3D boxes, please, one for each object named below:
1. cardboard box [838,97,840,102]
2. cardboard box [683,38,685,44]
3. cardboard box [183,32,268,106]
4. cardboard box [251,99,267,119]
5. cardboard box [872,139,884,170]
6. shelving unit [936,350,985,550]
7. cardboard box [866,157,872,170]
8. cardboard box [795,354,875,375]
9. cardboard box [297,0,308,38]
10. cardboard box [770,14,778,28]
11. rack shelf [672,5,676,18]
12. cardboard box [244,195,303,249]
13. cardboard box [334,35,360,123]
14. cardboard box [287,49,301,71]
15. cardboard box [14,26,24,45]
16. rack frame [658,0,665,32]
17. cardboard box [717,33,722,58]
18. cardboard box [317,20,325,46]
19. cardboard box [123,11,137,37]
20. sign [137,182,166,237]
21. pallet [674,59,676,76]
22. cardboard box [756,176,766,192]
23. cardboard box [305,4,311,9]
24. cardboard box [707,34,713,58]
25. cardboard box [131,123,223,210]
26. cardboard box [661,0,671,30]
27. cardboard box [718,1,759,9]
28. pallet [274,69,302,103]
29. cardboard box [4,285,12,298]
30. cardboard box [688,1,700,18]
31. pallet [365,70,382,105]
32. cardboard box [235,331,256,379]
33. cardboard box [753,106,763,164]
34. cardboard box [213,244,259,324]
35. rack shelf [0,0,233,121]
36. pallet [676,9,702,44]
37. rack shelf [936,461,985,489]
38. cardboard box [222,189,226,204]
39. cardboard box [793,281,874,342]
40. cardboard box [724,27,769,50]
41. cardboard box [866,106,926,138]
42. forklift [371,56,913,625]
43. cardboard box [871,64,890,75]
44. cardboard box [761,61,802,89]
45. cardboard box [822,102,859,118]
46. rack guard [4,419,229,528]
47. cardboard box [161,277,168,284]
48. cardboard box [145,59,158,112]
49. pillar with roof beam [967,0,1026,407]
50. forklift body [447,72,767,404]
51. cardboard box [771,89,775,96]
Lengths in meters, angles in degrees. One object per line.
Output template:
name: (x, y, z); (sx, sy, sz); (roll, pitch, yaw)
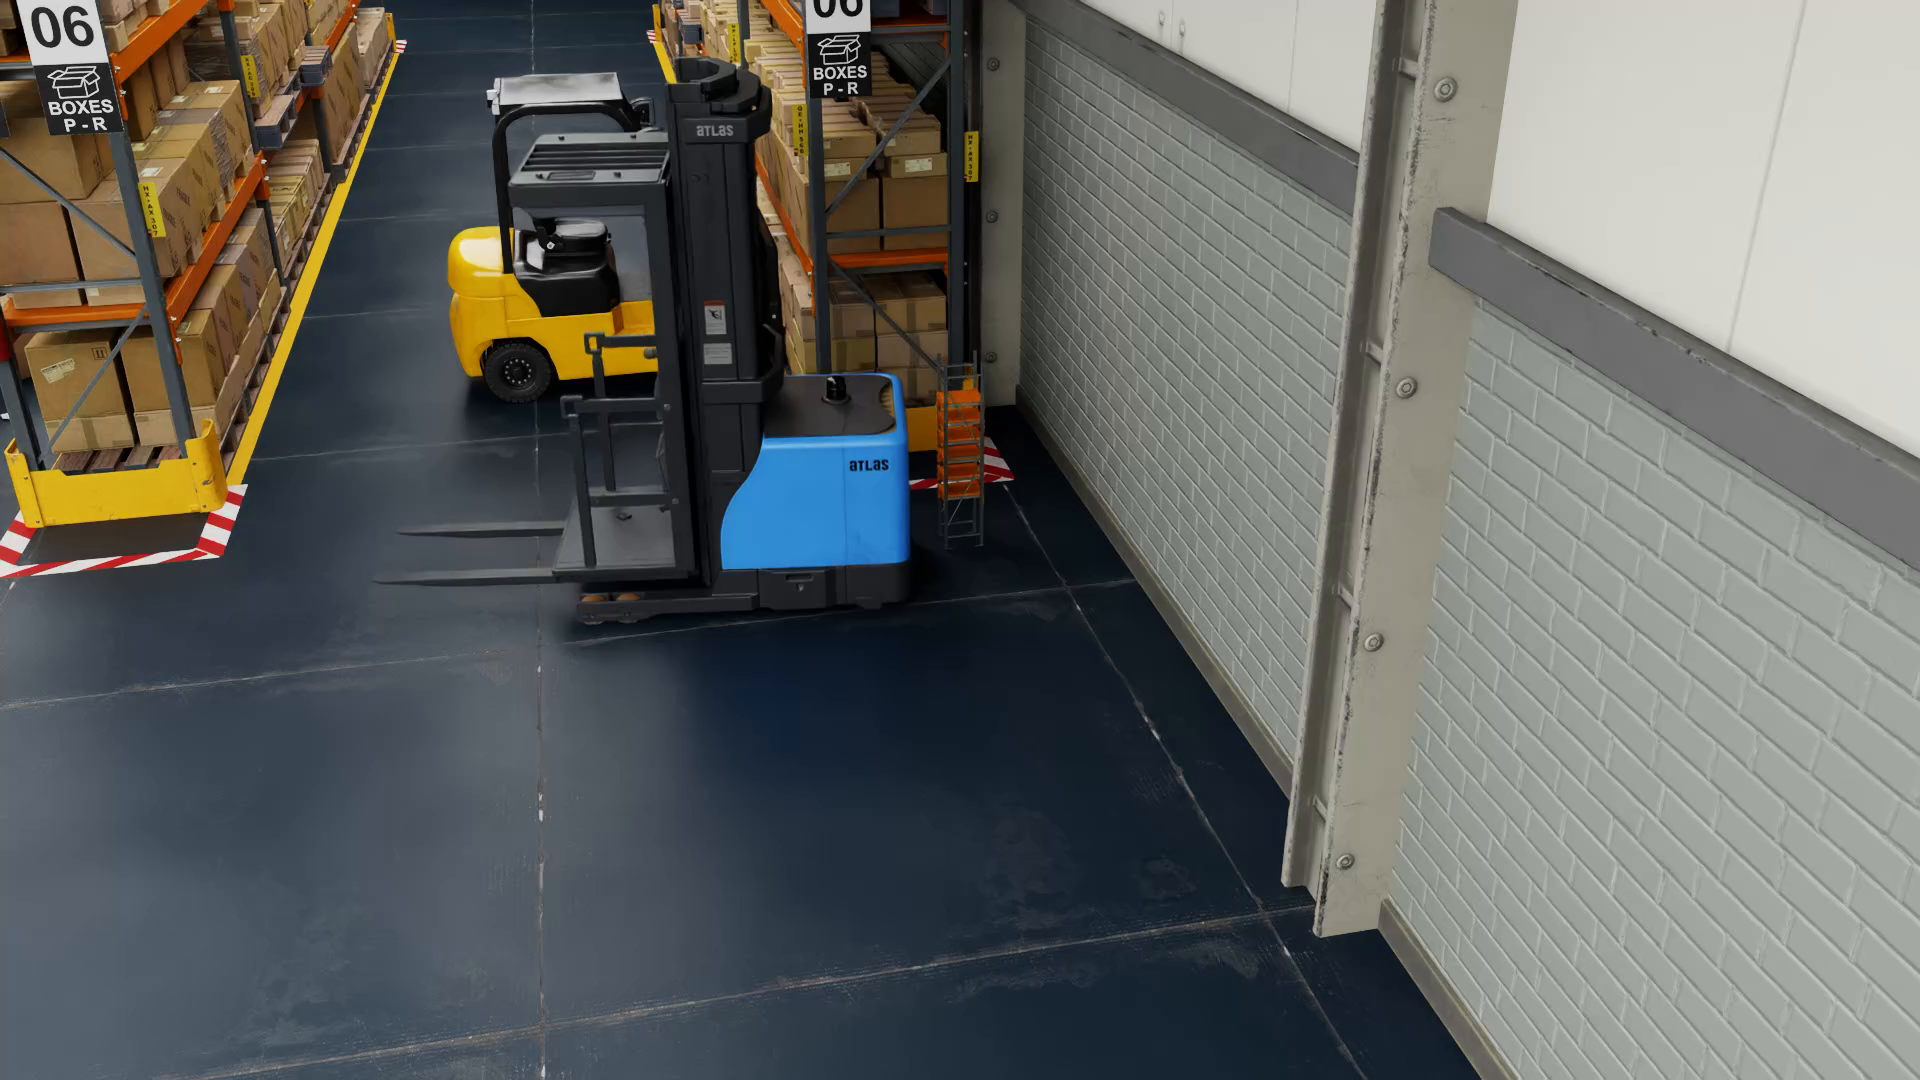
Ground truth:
cardboard box: (-0.756, -3.424, 12.874); (0.380, 0.149, 0.250); (-6, 27, -12)
cardboard box: (-3.355, -6.460, 21.308); (0.380, 0.149, 0.250); (-5, 27, -9)
cardboard box: (-6.035, -3.865, 13.672); (0.500, 0.500, 0.500); (-5, 27, -10)
cardboard box: (-6.026, -3.616, 13.897); (0.380, 0.149, 0.250); (-6, 27, -11)
cardboard box: (-0.414, -2.627, 11.294); (0.380, 0.149, 0.250); (-6, 27, -12)
shelving unit: (0.003, -0.529, 9.967); (0.258, 1.200, 0.189); (-6, 27, -12)
cardboard box: (-0.453, -2.532, 11.826); (0.500, 0.500, 0.500); (-5, 27, -10)
cardboard box: (-0.886, -1.149, 11.784); (0.500, 0.250, 0.500); (-6, 27, -11)
cardboard box: (-6.737, -5.215, 16.346); (0.500, 0.500, 0.500); (-7, 28, -13)
cardboard box: (-1.640, -5.067, 16.129); (0.380, 0.149, 0.250); (-5, 27, -10)
rack shelf: (-3.628, -7.840, 23.252); (1.077, 0.370, 4.000); (-6, 27, -12)
cardboard box: (-6.495, -2.825, 14.969); (0.950, 0.372, 0.625); (-4, 27, -8)
cardboard box: (-7.583, -5.357, 19.426); (0.875, 0.875, 0.875); (-5, 27, -10)
cardboard box: (-6.452, -4.530, 15.708); (0.380, 0.149, 0.250); (-5, 27, -11)
cardboard box: (-5.749, -2.971, 9.756); (0.380, 0.149, 0.250); (-6, 27, -11)
rack frame: (-4.078, -9.039, 24.830); (1.000, 3.000, 0.127); (-6, 27, -12)
cardboard box: (-2.062, -4.791, 16.024); (0.500, 0.250, 0.500); (-6, 27, -11)
cardboard box: (-7.109, -5.419, 17.823); (0.500, 0.250, 0.500); (-7, 28, -13)
cardboard box: (-5.239, -3.141, 10.094); (0.380, 0.149, 0.250); (-5, 27, -10)
sign: (-4.779, -1.951, 9.826); (0.100, 0.325, 0.005); (-6, 27, -12)
pallet: (-3.331, -6.340, 22.577); (1.003, 0.211, 1.213); (-6, 27, -12)
cardboard box: (-1.571, -2.933, 14.208); (0.500, 0.250, 0.500); (-6, 27, -12)
cardboard box: (-6.984, -5.754, 17.100); (0.500, 0.500, 0.500); (-7, 28, -13)
cardboard box: (-2.305, -5.019, 17.032); (0.500, 0.250, 0.500); (-7, 28, -13)
cardboard box: (-5.503, -2.596, 11.623); (0.500, 0.500, 0.500); (-7, 28, -13)
cardboard box: (-4.033, -7.834, 24.747); (0.797, 0.503, 0.637); (-7, 28, -14)
cardboard box: (-2.189, -5.244, 16.479); (0.380, 0.149, 0.250); (-6, 27, -11)
pallet: (-6.625, -4.071, 15.200); (1.003, 0.211, 1.213); (-6, 27, -12)
cardboard box: (-5.766, -1.640, 10.449); (0.380, 0.149, 0.250); (-6, 27, -12)
cardboard box: (-2.797, -5.852, 18.328); (0.380, 0.149, 0.250); (-5, 27, -11)
pallet: (-8.107, -5.874, 21.654); (1.003, 0.211, 1.213); (-6, 27, -12)
cardboard box: (-5.463, -1.315, 12.111); (0.500, 0.250, 0.500); (-4, 27, -8)
cardboard box: (-1.395, -3.368, 13.482); (0.500, 0.500, 0.500); (-5, 27, -11)
cardboard box: (-5.582, -1.881, 12.401); (0.500, 0.500, 0.500); (-5, 27, -9)
rack shelf: (-5.758, -3.405, 11.138); (1.077, 0.370, 4.000); (-6, 27, -12)
pallet: (-2.497, -5.732, 18.490); (1.213, 0.211, 1.003); (-6, 27, -12)
rack shelf: (0.003, -0.382, 10.041); (0.258, 0.103, 0.180); (-6, 27, -12)
cardboard box: (-5.579, -2.482, 12.118); (0.380, 0.149, 0.250); (-6, 27, -13)
cardboard box: (-0.880, -1.592, 11.551); (0.500, 0.250, 0.500); (-5, 27, -10)
cardboard box: (-1.936, -4.559, 15.123); (0.380, 0.149, 0.250); (-7, 28, -13)
cardboard box: (-0.440, -2.884, 11.474); (0.380, 0.149, 0.250); (-5, 27, -11)
forklift: (-1.810, -1.080, 9.136); (3.031, 2.935, 1.130); (-2, 27, -4)
cardboard box: (-0.751, -3.563, 12.820); (0.380, 0.149, 0.250); (-6, 27, -12)
cardboard box: (-1.335, -3.617, 12.926); (0.380, 0.149, 0.250); (-6, 27, -12)
cardboard box: (-0.914, -2.952, 11.609); (0.380, 0.149, 0.250); (-6, 27, -11)
rack guard: (-5.325, -0.427, 10.541); (1.175, 0.500, 0.348); (-6, 27, -12)
cardboard box: (-5.254, -1.677, 10.522); (0.380, 0.149, 0.250); (-6, 27, -11)
cardboard box: (-6.141, -3.225, 11.759); (0.700, 0.500, 0.500); (-7, 28, -13)
pillar with roof beam: (-3.946, -4.653, 9.483); (9.100, 9.000, 0.400); (-6, 27, -12)
forklift body: (-2.677, -2.284, 12.387); (2.313, 2.155, 1.214); (-6, 27, -12)
cardboard box: (-1.298, -3.374, 12.775); (0.380, 0.149, 0.250); (-7, 28, -13)
